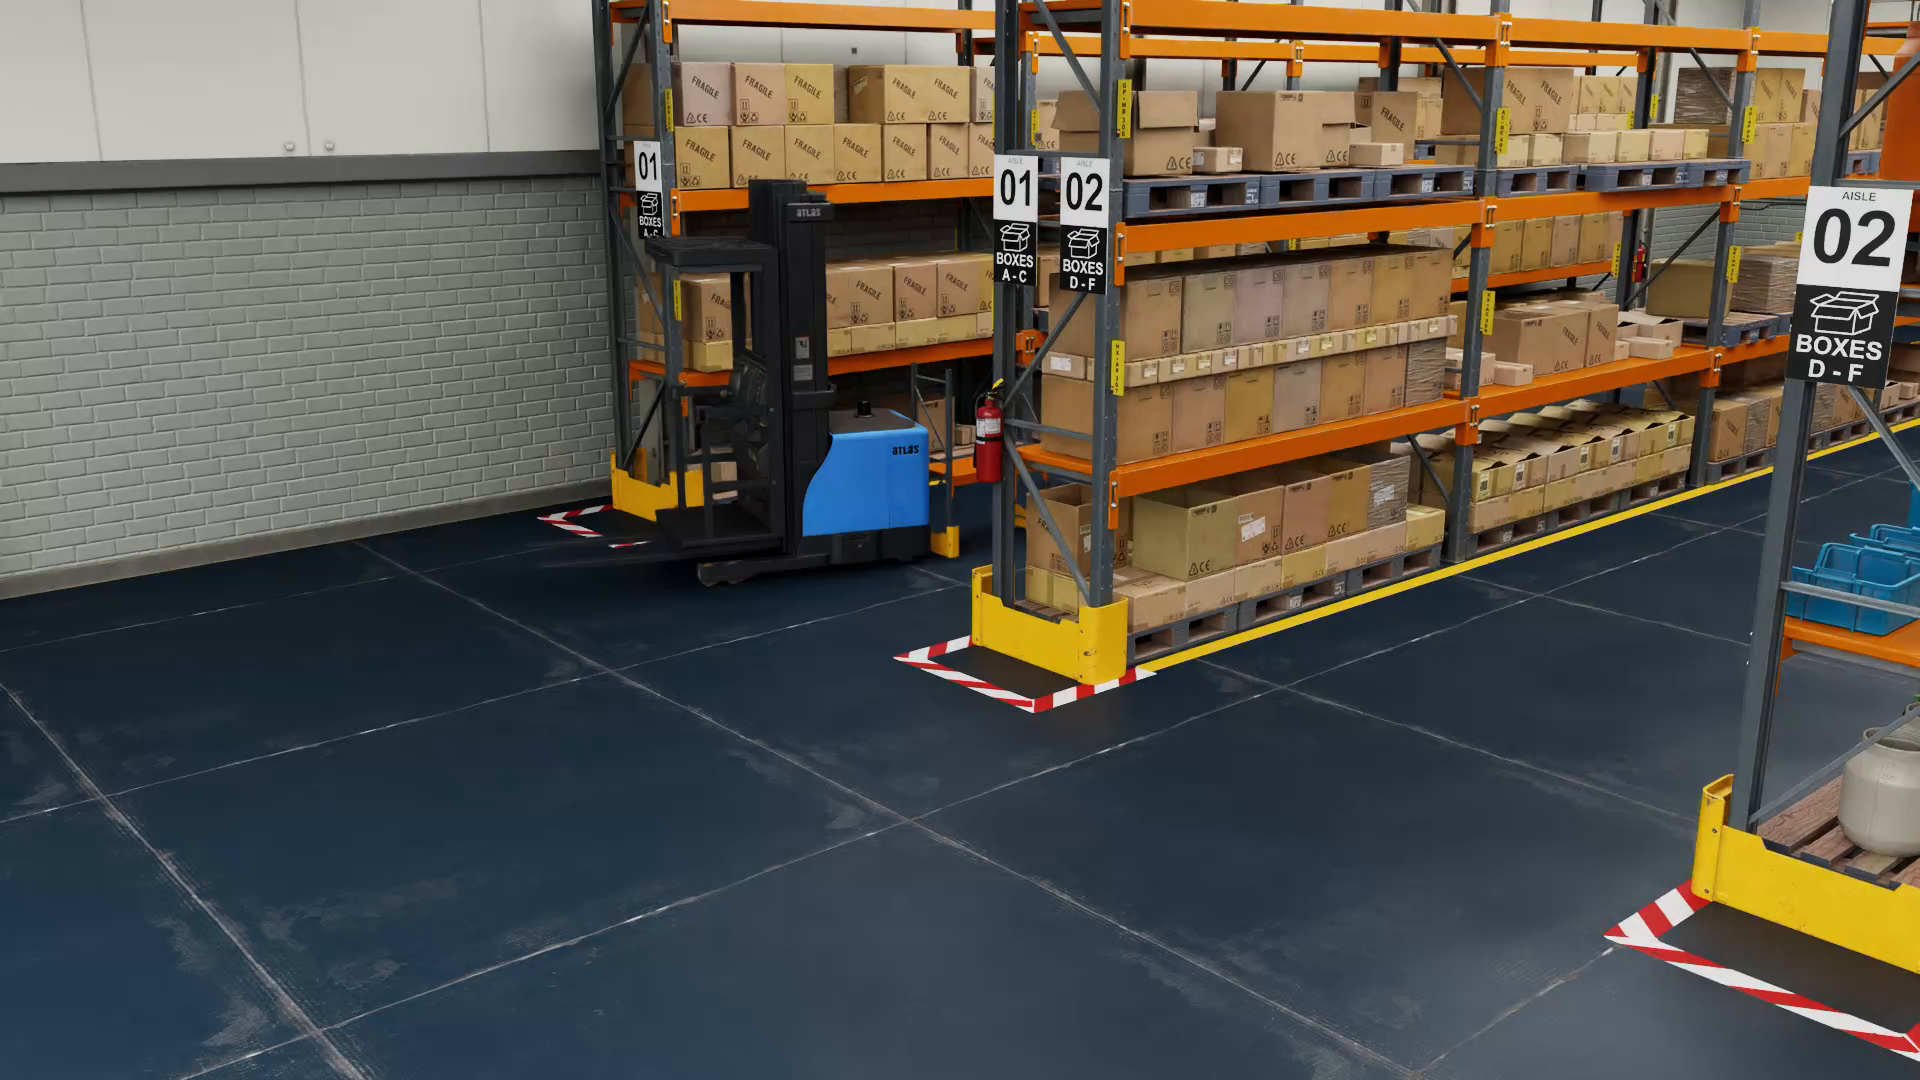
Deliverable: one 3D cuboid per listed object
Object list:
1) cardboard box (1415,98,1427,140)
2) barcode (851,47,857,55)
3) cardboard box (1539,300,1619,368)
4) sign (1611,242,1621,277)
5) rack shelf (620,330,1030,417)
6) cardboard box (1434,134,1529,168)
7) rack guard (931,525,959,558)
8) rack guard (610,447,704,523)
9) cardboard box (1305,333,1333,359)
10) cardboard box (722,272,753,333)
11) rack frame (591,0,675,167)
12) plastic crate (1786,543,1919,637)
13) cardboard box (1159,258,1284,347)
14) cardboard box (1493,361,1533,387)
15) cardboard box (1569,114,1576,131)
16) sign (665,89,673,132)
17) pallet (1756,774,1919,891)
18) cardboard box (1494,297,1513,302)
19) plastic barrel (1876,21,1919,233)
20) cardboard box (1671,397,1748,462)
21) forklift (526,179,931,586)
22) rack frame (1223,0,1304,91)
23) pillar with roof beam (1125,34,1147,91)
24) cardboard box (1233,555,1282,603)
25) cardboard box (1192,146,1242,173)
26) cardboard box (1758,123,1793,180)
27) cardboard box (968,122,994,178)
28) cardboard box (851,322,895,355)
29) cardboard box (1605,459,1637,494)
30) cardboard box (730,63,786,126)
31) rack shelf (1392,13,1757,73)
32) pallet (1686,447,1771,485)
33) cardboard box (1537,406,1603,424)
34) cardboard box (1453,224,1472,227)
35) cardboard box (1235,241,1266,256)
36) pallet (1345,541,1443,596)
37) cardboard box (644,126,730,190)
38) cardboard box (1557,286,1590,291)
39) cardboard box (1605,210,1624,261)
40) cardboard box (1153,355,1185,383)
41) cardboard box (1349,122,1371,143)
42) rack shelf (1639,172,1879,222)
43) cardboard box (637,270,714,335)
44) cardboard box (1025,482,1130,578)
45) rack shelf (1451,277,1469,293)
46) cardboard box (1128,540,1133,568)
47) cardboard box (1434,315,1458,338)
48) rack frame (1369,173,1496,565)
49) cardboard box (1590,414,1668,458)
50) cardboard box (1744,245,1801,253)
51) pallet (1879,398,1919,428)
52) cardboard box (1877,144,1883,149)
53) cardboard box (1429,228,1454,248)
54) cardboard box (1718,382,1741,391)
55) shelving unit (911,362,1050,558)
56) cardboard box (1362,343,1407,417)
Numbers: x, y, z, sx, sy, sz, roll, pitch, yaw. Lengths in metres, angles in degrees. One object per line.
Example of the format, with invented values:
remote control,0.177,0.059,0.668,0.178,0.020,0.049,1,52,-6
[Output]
cardboard box,5.270,-5.156,20.383,0.500,0.500,0.700,-13,20,-40
barcode,-0.983,-4.541,15.444,0.075,0.075,0.001,-13,19,-39
cardboard box,5.365,-1.800,14.484,0.500,0.500,0.500,-14,20,-42
sign,6.257,-2.665,15.823,0.005,0.325,0.100,-13,19,-39
rack shelf,-1.160,-1.639,15.469,4.000,0.370,1.077,-13,19,-39
cardboard box,4.074,-3.044,12.998,0.500,0.250,0.500,-10,18,-34
rack guard,-0.211,-0.043,13.428,0.087,0.250,0.587,-11,19,-36
rack guard,-2.612,-0.453,14.478,0.348,0.500,1.175,-13,19,-39
cardboard box,2.381,-1.375,11.636,0.250,0.149,0.380,-12,19,-38
cardboard box,-1.732,-2.052,14.417,0.500,0.500,0.500,-13,19,-39
rack frame,-2.669,-4.546,13.333,0.127,3.000,1.000,-13,19,-39
plastic crate,4.015,0.209,7.442,0.616,0.251,0.499,-13,19,-39
cardboard box,1.759,-1.621,11.297,0.500,0.500,0.700,-13,19,-39
cardboard box,4.406,-1.351,13.482,0.250,0.149,0.380,-13,19,-39
cardboard box,7.854,-5.546,22.173,0.500,0.250,0.500,-13,20,-41
sign,-2.313,-3.414,13.212,0.005,0.325,0.100,-13,19,-39
pallet,4.477,1.469,7.840,1.213,0.211,1.003,-13,19,-39
cardboard box,7.370,-3.245,22.858,0.250,0.149,0.380,-13,20,-41
plastic barrel,4.117,-1.686,6.791,0.708,0.830,0.600,-13,19,-39
cardboard box,7.151,-1.066,15.919,0.500,0.500,0.500,-12,19,-37
forklift,-1.797,-1.225,12.656,3.031,2.935,1.130,-6,16,-20
rack frame,3.366,-5.902,18.407,0.127,3.000,1.000,-13,19,-39
pillar with roof beam,4.643,-5.012,15.075,0.400,9.000,9.100,-13,19,-39
cardboard box,1.888,0.224,11.615,0.500,0.250,0.500,-13,19,-39
cardboard box,1.589,-2.448,10.690,0.250,0.149,0.380,-13,19,-39
cardboard box,7.312,-3.704,15.798,0.500,0.500,0.910,-13,19,-39
cardboard box,0.128,-3.699,15.740,0.500,0.500,0.500,-12,19,-38
cardboard box,-0.939,-1.867,15.180,0.500,0.250,0.500,-12,19,-39
cardboard box,5.616,-0.605,14.716,0.500,0.250,0.500,-12,19,-38
cardboard box,-1.808,-3.731,13.924,0.500,0.500,0.500,-13,20,-40
rack shelf,5.112,-4.058,13.675,4.000,0.370,1.077,-13,19,-39
pallet,7.208,-0.811,16.379,1.213,0.211,1.003,-13,19,-39
cardboard box,5.642,-1.063,15.344,0.500,0.311,0.500,-13,20,-41
cardboard box,6.199,-4.116,21.085,0.500,0.250,0.500,-12,19,-38
cardboard box,3.018,-3.183,18.806,0.700,0.500,0.500,13,20,40
pallet,2.975,0.112,12.922,1.213,0.211,1.003,-13,19,-39
cardboard box,-2.253,-3.163,13.735,0.500,0.500,0.500,-12,19,-38
cardboard box,8.901,-3.589,24.148,0.250,0.149,0.380,-12,19,-39
cardboard box,9.023,-4.415,23.885,0.700,0.700,0.980,-12,19,-37
cardboard box,1.220,-1.116,10.664,0.250,0.149,0.380,-13,20,-41
cardboard box,2.643,-2.913,12.119,0.500,0.311,0.500,-14,20,-42
rack shelf,8.129,-3.480,16.547,4.000,0.370,1.077,-13,19,-39
cardboard box,-2.453,-2.069,14.481,0.500,0.500,0.500,-13,20,-40
cardboard box,0.795,-0.070,11.260,0.500,0.500,0.500,-13,19,-39
rack shelf,4.875,-2.995,20.542,4.000,0.370,1.077,-13,19,-39
cardboard box,1.165,0.206,11.681,0.500,0.250,0.500,-13,19,-39
cardboard box,3.538,-1.636,12.611,0.250,0.149,0.380,-13,20,-39
rack frame,3.603,-1.362,13.036,0.127,3.000,1.000,-13,19,-39
cardboard box,5.999,-0.959,14.955,0.500,0.311,0.500,-13,20,-40
cardboard box,8.657,-2.803,17.423,0.500,0.500,0.700,-9,17,-31
pallet,10.157,-1.486,18.905,1.213,0.211,1.003,-13,19,-39
cardboard box,10.167,-4.128,17.870,0.500,0.250,0.500,-13,19,-39
cardboard box,5.822,-3.667,20.857,0.500,0.500,0.500,-12,19,-39
cardboard box,7.563,-1.336,16.931,0.500,0.500,0.500,-14,20,-41
shelving unit,0.183,-0.726,13.561,1.083,1.500,0.587,-11,19,-36
cardboard box,2.879,-1.243,12.398,0.500,0.500,0.700,-13,20,-40
